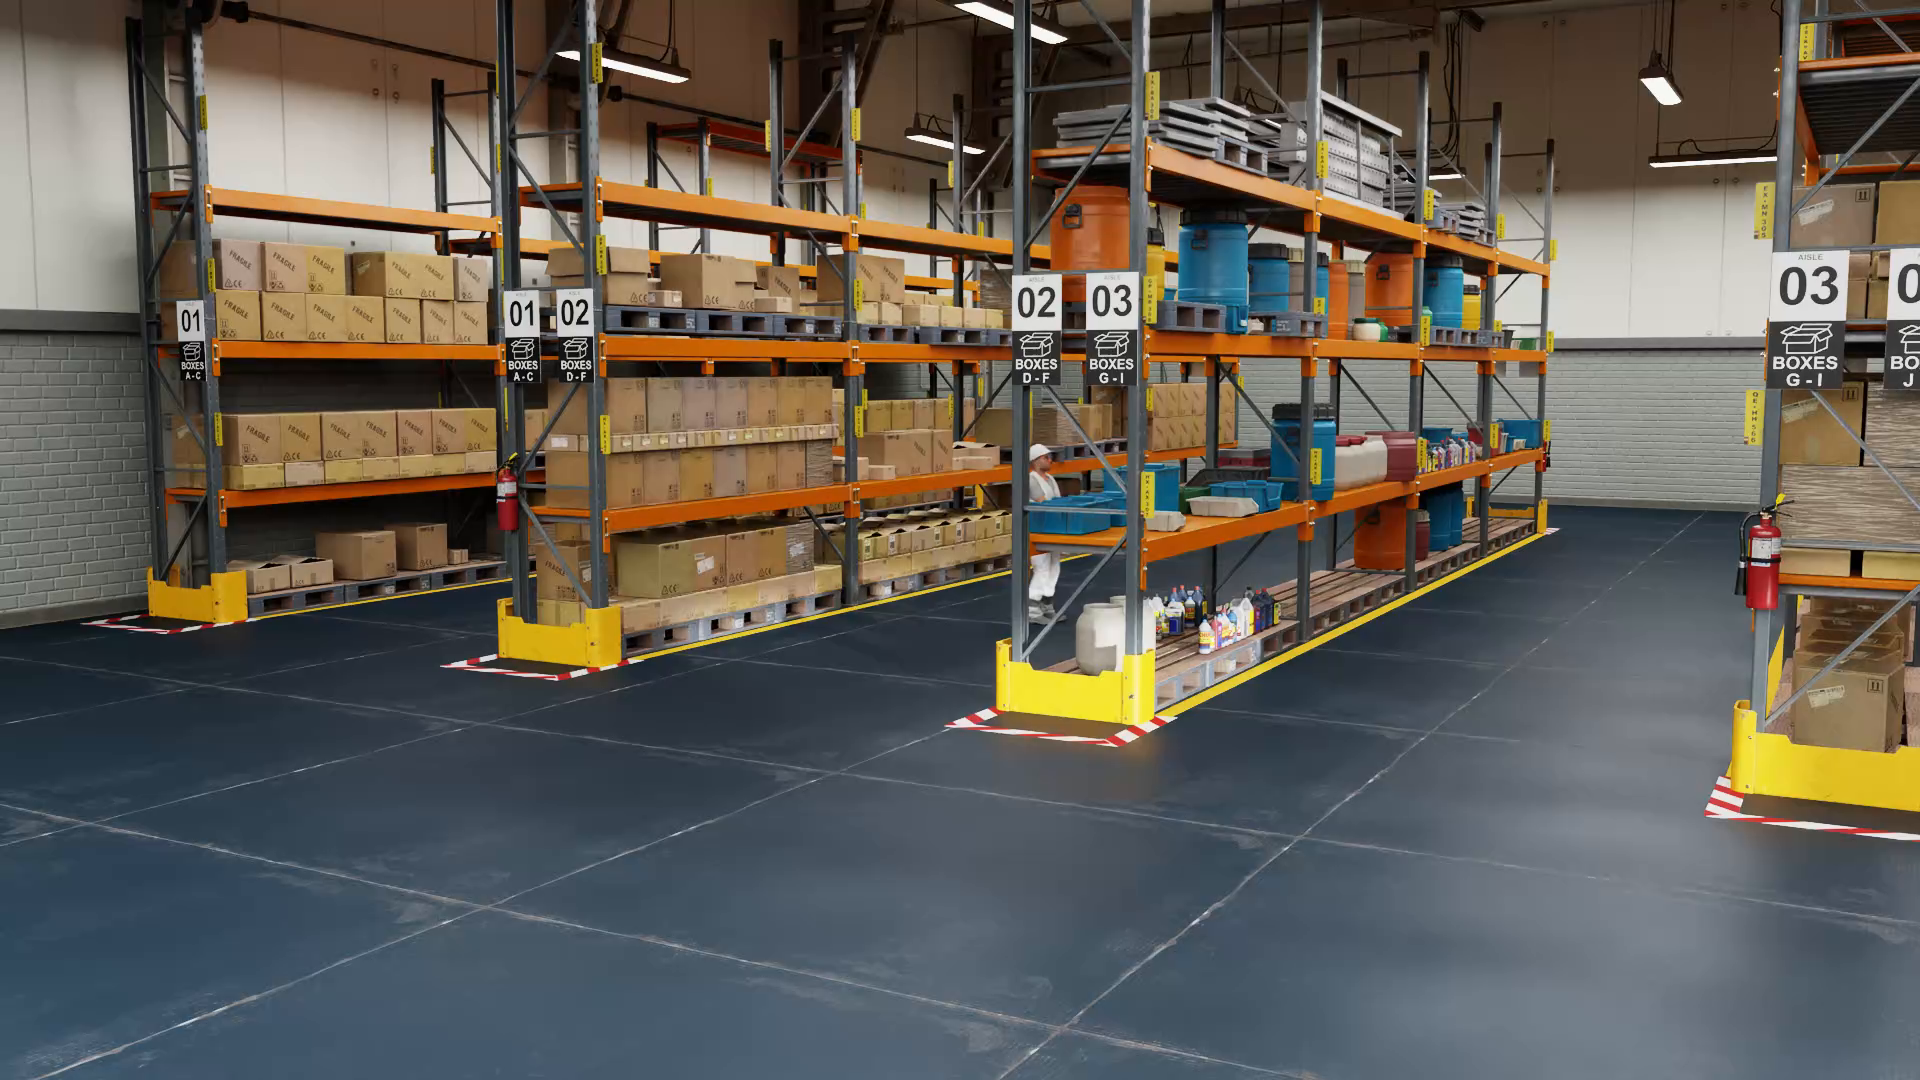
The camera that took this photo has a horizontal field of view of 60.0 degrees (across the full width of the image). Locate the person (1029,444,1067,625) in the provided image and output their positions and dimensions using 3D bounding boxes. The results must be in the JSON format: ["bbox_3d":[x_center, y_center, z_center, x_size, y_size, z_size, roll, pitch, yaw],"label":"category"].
[{"bbox_3d":[0.875,-0.060,16.573,0.458,1.782,0.493,3,7,29],"label":"person"}]
